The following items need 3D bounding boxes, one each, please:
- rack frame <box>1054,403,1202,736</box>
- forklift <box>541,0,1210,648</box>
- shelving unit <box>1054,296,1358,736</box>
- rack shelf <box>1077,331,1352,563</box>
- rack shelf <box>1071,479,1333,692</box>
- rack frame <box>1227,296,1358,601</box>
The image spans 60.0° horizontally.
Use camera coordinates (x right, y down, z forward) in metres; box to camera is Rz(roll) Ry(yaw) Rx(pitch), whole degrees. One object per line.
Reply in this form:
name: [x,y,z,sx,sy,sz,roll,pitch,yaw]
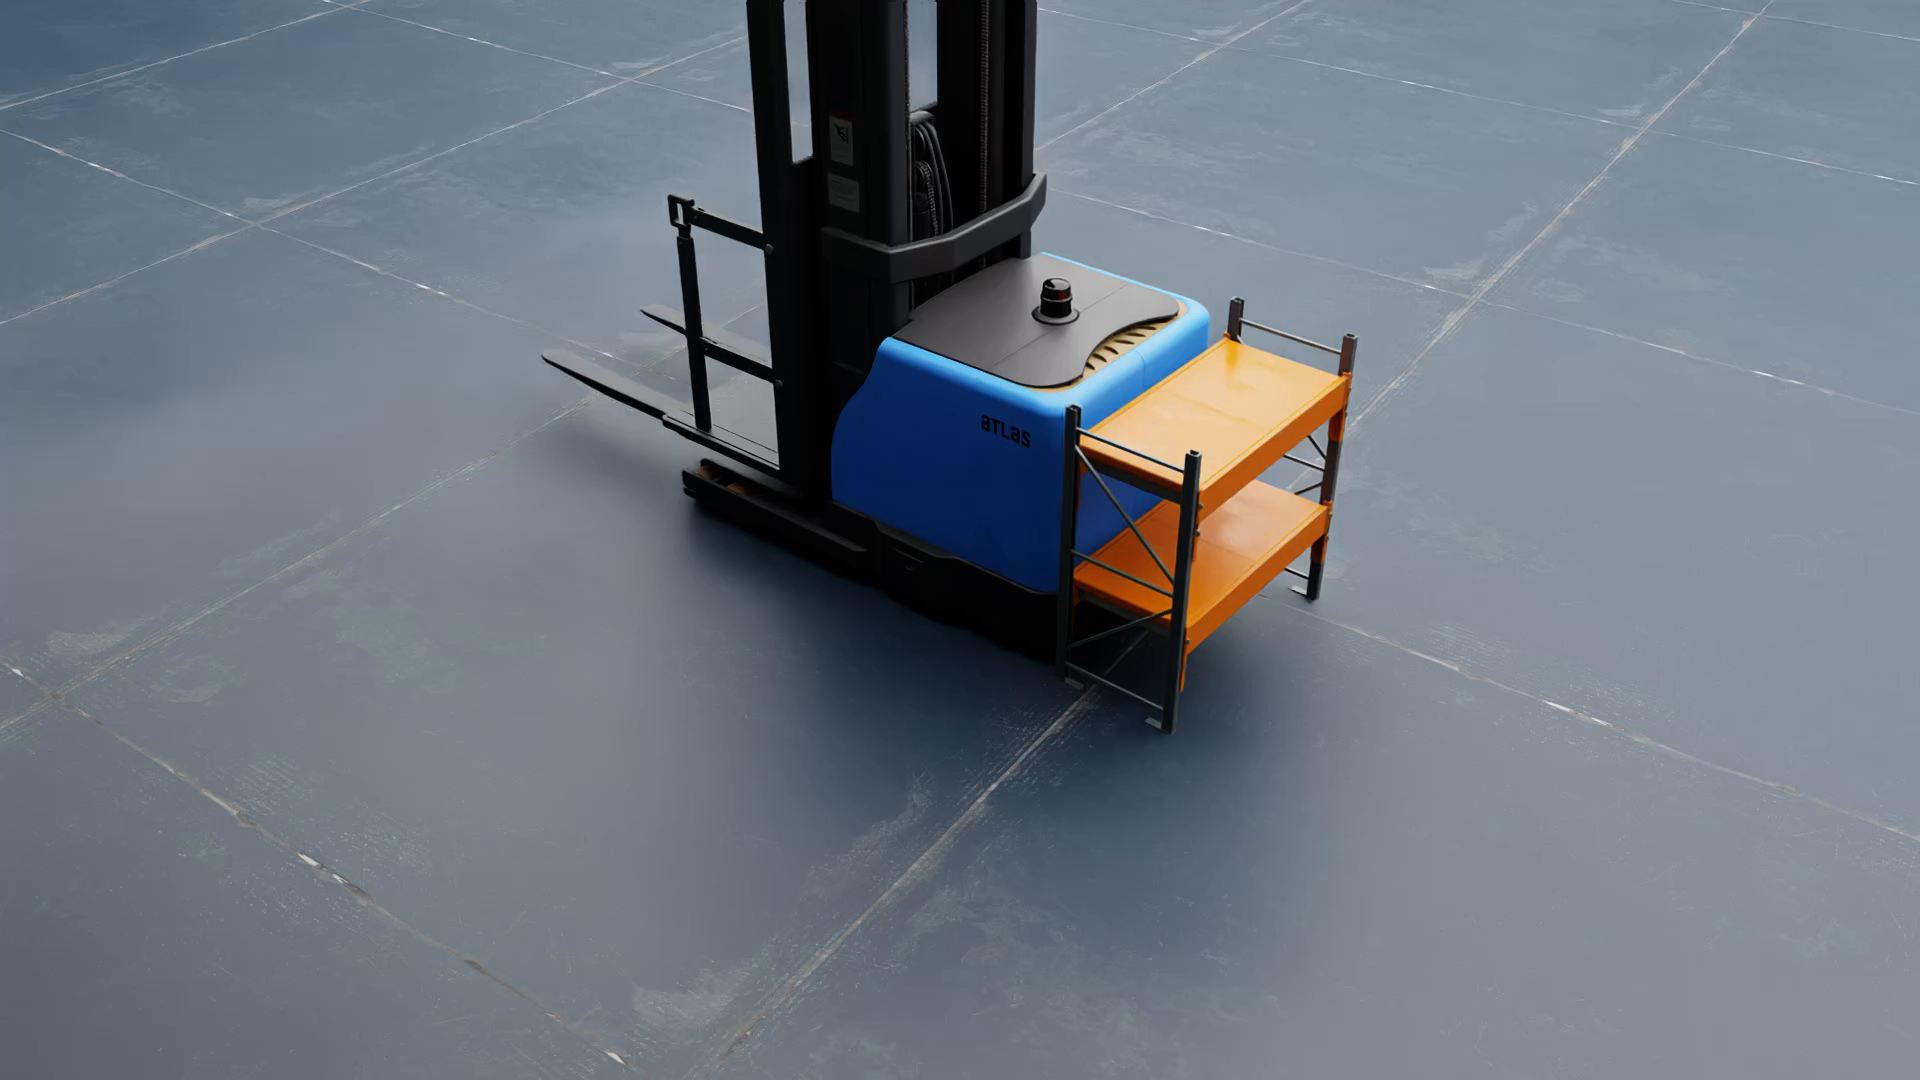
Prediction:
rack frame: [0.545,0.116,5.574,0.500,1.125,0.032,24,41,31]
forklift: [-0.529,-1.497,6.347,3.031,2.935,1.130,24,41,31]
shelving unit: [0.865,-0.105,5.901,0.538,1.125,1.048,24,41,31]
rack shelf: [0.865,-0.348,5.737,0.538,0.278,1.000,24,41,31]
rack shelf: [0.865,0.097,6.038,0.538,0.278,1.000,24,41,31]
rack frame: [1.185,-0.327,6.229,0.500,1.125,0.032,24,41,31]
